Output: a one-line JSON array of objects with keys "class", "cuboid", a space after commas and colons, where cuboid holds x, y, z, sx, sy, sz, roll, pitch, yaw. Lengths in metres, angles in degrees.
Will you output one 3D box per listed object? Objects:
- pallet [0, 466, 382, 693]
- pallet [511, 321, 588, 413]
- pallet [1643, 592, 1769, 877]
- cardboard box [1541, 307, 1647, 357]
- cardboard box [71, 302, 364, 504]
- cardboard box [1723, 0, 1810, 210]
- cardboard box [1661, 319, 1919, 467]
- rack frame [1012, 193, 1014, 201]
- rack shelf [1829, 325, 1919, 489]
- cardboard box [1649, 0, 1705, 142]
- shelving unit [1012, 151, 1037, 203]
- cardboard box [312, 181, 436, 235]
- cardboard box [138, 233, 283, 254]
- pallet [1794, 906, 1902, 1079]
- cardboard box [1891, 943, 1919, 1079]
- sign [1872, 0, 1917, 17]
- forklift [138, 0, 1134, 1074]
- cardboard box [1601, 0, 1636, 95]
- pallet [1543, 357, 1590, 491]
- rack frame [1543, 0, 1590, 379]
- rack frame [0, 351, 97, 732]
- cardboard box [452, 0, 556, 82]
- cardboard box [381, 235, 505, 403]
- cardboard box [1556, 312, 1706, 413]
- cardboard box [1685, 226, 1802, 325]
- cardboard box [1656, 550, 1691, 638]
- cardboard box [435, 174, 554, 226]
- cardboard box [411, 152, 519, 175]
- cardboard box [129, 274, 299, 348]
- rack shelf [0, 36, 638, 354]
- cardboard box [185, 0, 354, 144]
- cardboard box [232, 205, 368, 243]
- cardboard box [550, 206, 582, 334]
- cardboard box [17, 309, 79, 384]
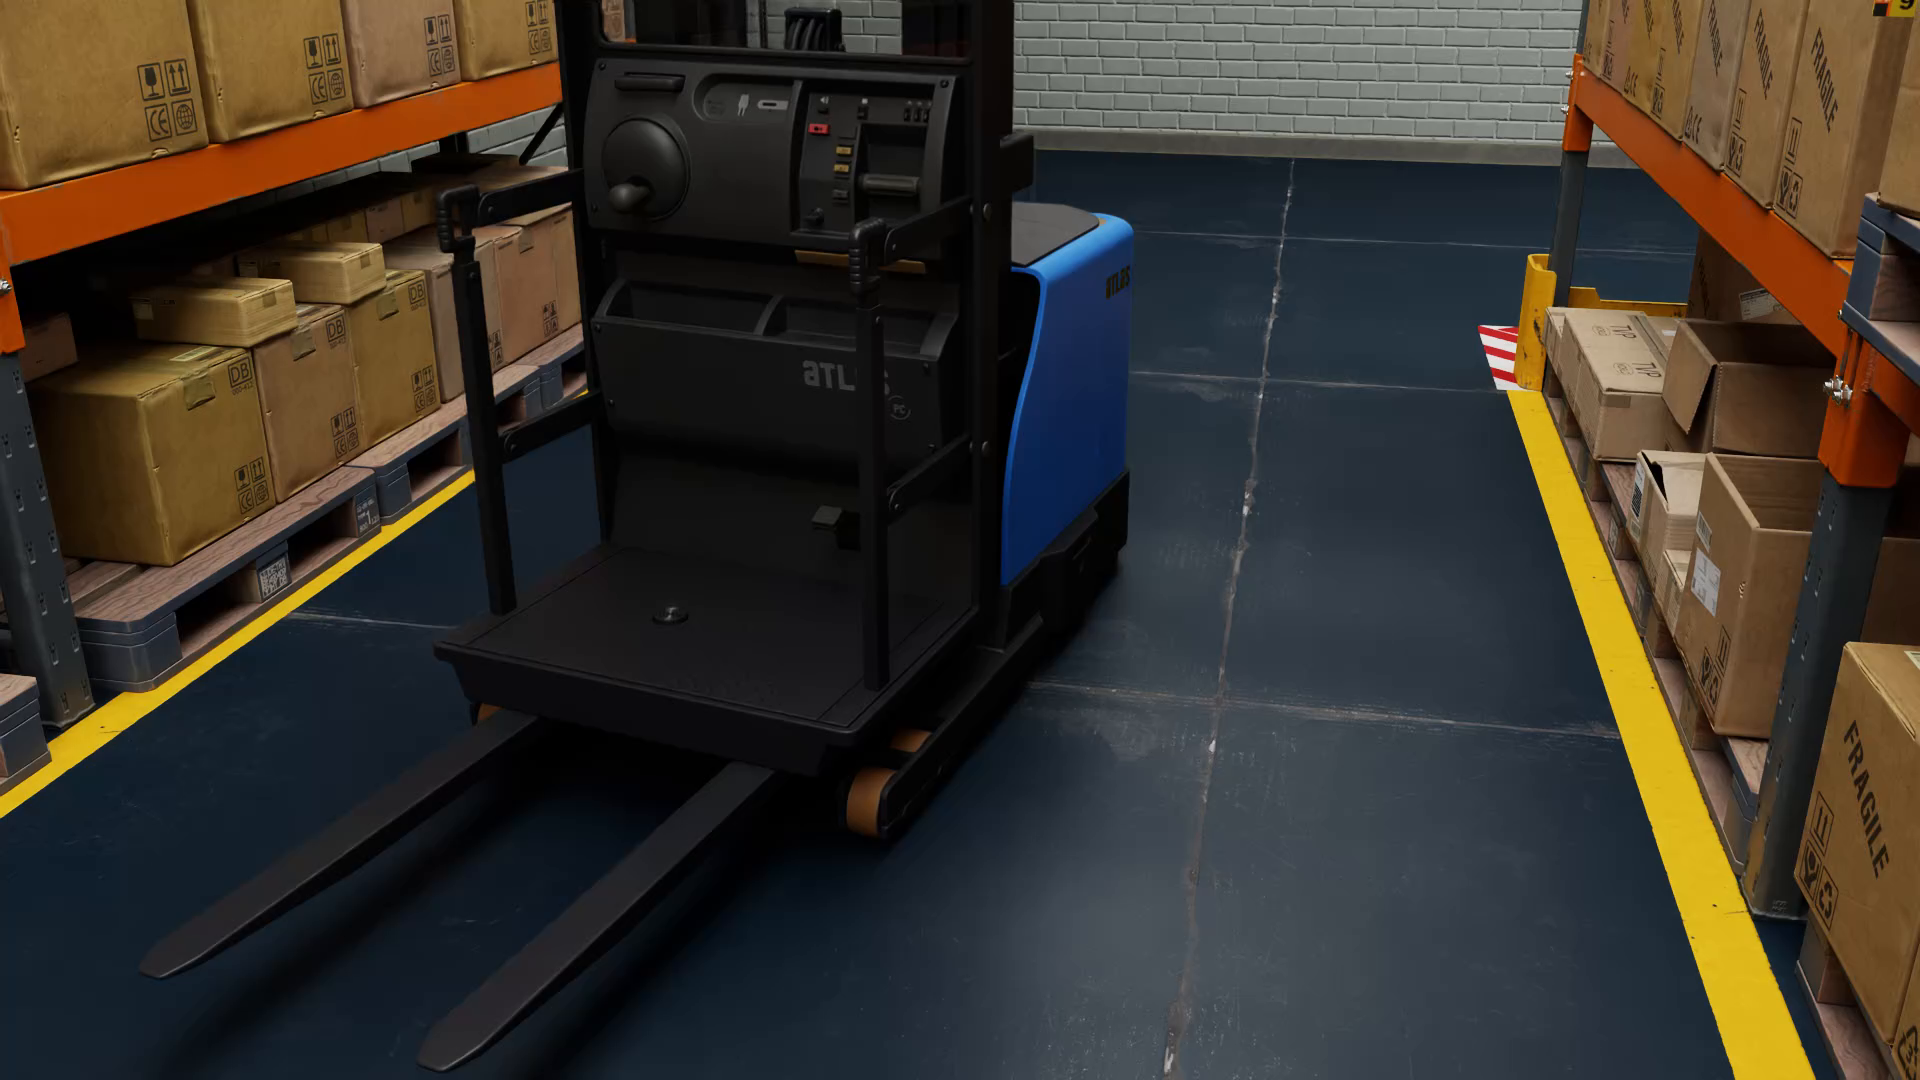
[{"class": "pallet", "cuboid": [-2.489, 0.049, 4.949, 1.003, 0.211, 1.213, 4, 22, 11]}, {"class": "pallet", "cuboid": [-1.991, -0.843, 7.165, 1.003, 0.211, 1.213, 4, 22, 11]}, {"class": "pallet", "cuboid": [2.270, 0.446, 3.963, 1.003, 0.211, 1.213, 4, 22, 11]}, {"class": "cardboard box", "cuboid": [2.524, -0.814, 6.586, 0.380, 0.149, 0.250, 4, 22, 11]}, {"class": "cardboard box", "cuboid": [-2.362, -0.457, 5.256, 0.700, 0.500, 0.500, 4, 22, 10]}, {"class": "cardboard box", "cuboid": [2.084, -1.033, 3.770, 0.500, 0.500, 0.500, 5, 22, 12]}, {"class": "cardboard box", "cuboid": [2.508, -0.330, 4.909, 0.797, 0.503, 0.637, 4, 22, 11]}, {"class": "rack frame", "cuboid": [0.053, -0.595, 5.225, 0.240, 1.200, 0.006, 9, 24, 22]}, {"class": "rack shelf", "cuboid": [1.721, 0.469, 1.137, 1.077, 0.370, 4.000, 4, 22, 11]}, {"class": "cardboard box", "cuboid": [2.288, -1.408, 4.701, 0.500, 0.500, 0.500, 5, 22, 12]}, {"class": "shelving unit", "cuboid": [0.089, -0.627, 5.303, 0.258, 1.200, 0.189, 9, 24, 22]}, {"class": "cardboard box", "cuboid": [-2.274, -1.292, 6.462, 0.380, 0.149, 0.250, 5, 22, 11]}, {"class": "cardboard box", "cuboid": [-2.481, -0.918, 5.533, 0.380, 0.149, 0.250, 5, 22, 11]}, {"class": "pallet", "cuboid": [2.000, 0.998, 2.593, 1.003, 0.211, 1.213, 4, 22, 11]}, {"class": "cardboard box", "cuboid": [1.694, 0.714, 2.323, 0.500, 0.500, 0.500, 5, 22, 12]}, {"class": "sign", "cuboid": [1.597, -1.036, 2.752, 0.100, 0.325, 0.005, 4, 22, 11]}, {"class": "forklift", "cuboid": [-0.530, -0.873, 3.598, 1.130, 2.935, 3.031, 9, 24, 22]}, {"class": "cardboard box", "cuboid": [2.497, -1.774, 5.609, 0.500, 0.500, 0.500, 4, 22, 10]}, {"class": "pallet", "cuboid": [2.768, -0.446, 6.178, 1.003, 0.211, 1.213, 4, 22, 11]}, {"class": "rack frame", "cuboid": [2.945, -2.059, 6.451, 1.000, 3.000, 0.127, 4, 22, 11]}, {"class": "rack frame", "cuboid": [-2.721, -0.972, 3.753, 1.000, 3.000, 0.127, 4, 22, 11]}, {"class": "cardboard box", "cuboid": [-2.137, -2.120, 6.201, 0.980, 0.700, 0.700, 4, 22, 10]}, {"class": "cardboard box", "cuboid": [-2.154, -0.840, 6.208, 0.700, 0.500, 0.500, 4, 22, 9]}, {"class": "cardboard box", "cuboid": [2.455, -0.627, 5.988, 0.500, 0.250, 0.500, 4, 22, 11]}, {"class": "cardboard box", "cuboid": [3.076, -0.886, 6.295, 0.500, 0.500, 0.500, 4, 22, 11]}, {"class": "cardboard box", "cuboid": [1.986, 0.151, 4.192, 0.380, 0.149, 0.250, 4, 22, 11]}, {"class": "cardboard box", "cuboid": [-1.849, -1.353, 6.614, 0.380, 0.149, 0.250, 5, 22, 12]}, {"class": "cardboard box", "cuboid": [-2.120, -1.569, 7.149, 0.380, 0.149, 0.250, 5, 22, 11]}, {"class": "cardboard box", "cuboid": [-2.219, -0.685, 4.956, 0.380, 0.149, 0.250, 5, 23, 13]}, {"class": "rack shelf", "cuboid": [-2.313, -1.370, 5.703, 1.077, 0.370, 4.000, 4, 22, 11]}, {"class": "cardboard box", "cuboid": [-2.440, -1.575, 4.848, 0.980, 0.700, 0.700, 4, 22, 10]}, {"class": "cardboard box", "cuboid": [-2.377, -1.105, 5.997, 0.380, 0.149, 0.250, 5, 22, 11]}, {"class": "cardboard box", "cuboid": [-1.950, -1.207, 7.119, 0.700, 0.500, 0.500, 4, 22, 11]}, {"class": "cardboard box", "cuboid": [-2.692, -0.536, 4.585, 0.380, 0.149, 0.250, 4, 22, 11]}]
